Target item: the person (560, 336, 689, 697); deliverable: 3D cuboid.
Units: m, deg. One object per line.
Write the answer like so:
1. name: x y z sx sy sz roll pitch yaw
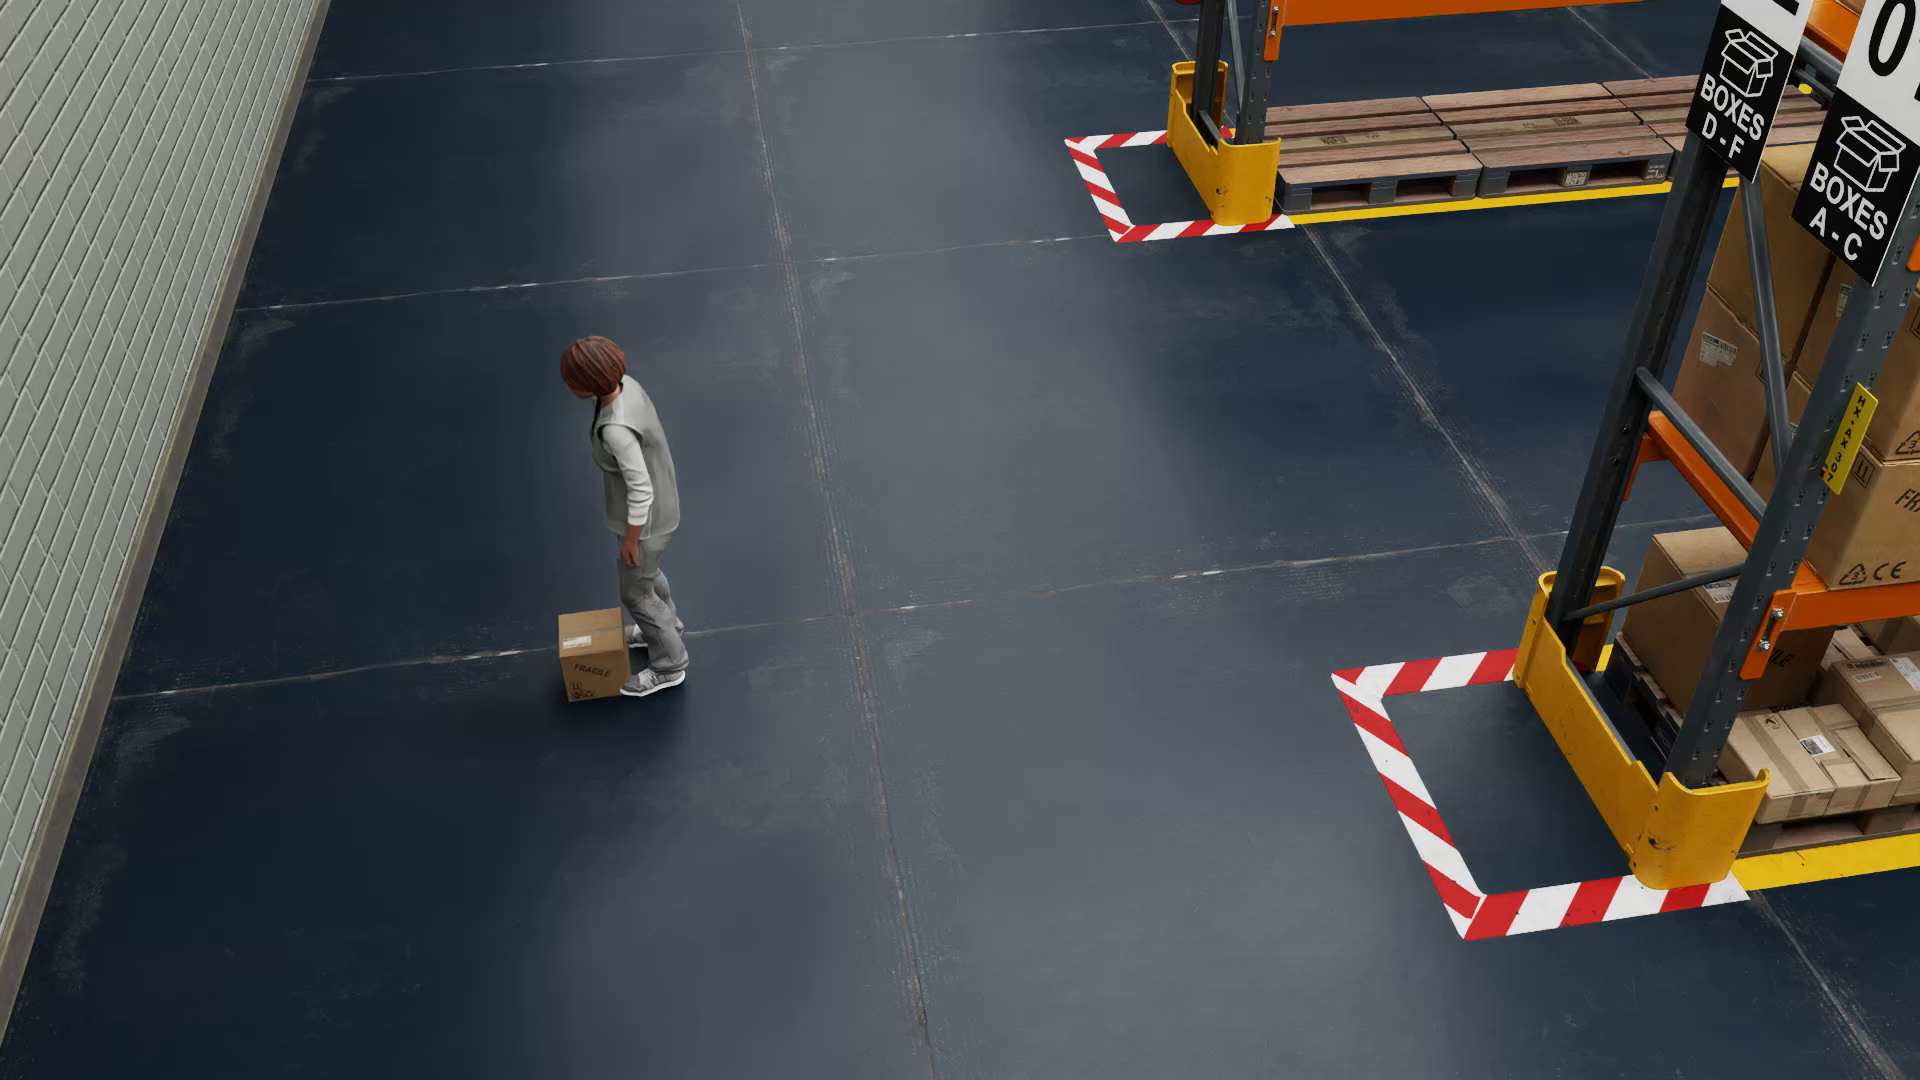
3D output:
1. person: -1.230 -0.096 6.281 0.344 1.592 0.465 -8 40 -9
